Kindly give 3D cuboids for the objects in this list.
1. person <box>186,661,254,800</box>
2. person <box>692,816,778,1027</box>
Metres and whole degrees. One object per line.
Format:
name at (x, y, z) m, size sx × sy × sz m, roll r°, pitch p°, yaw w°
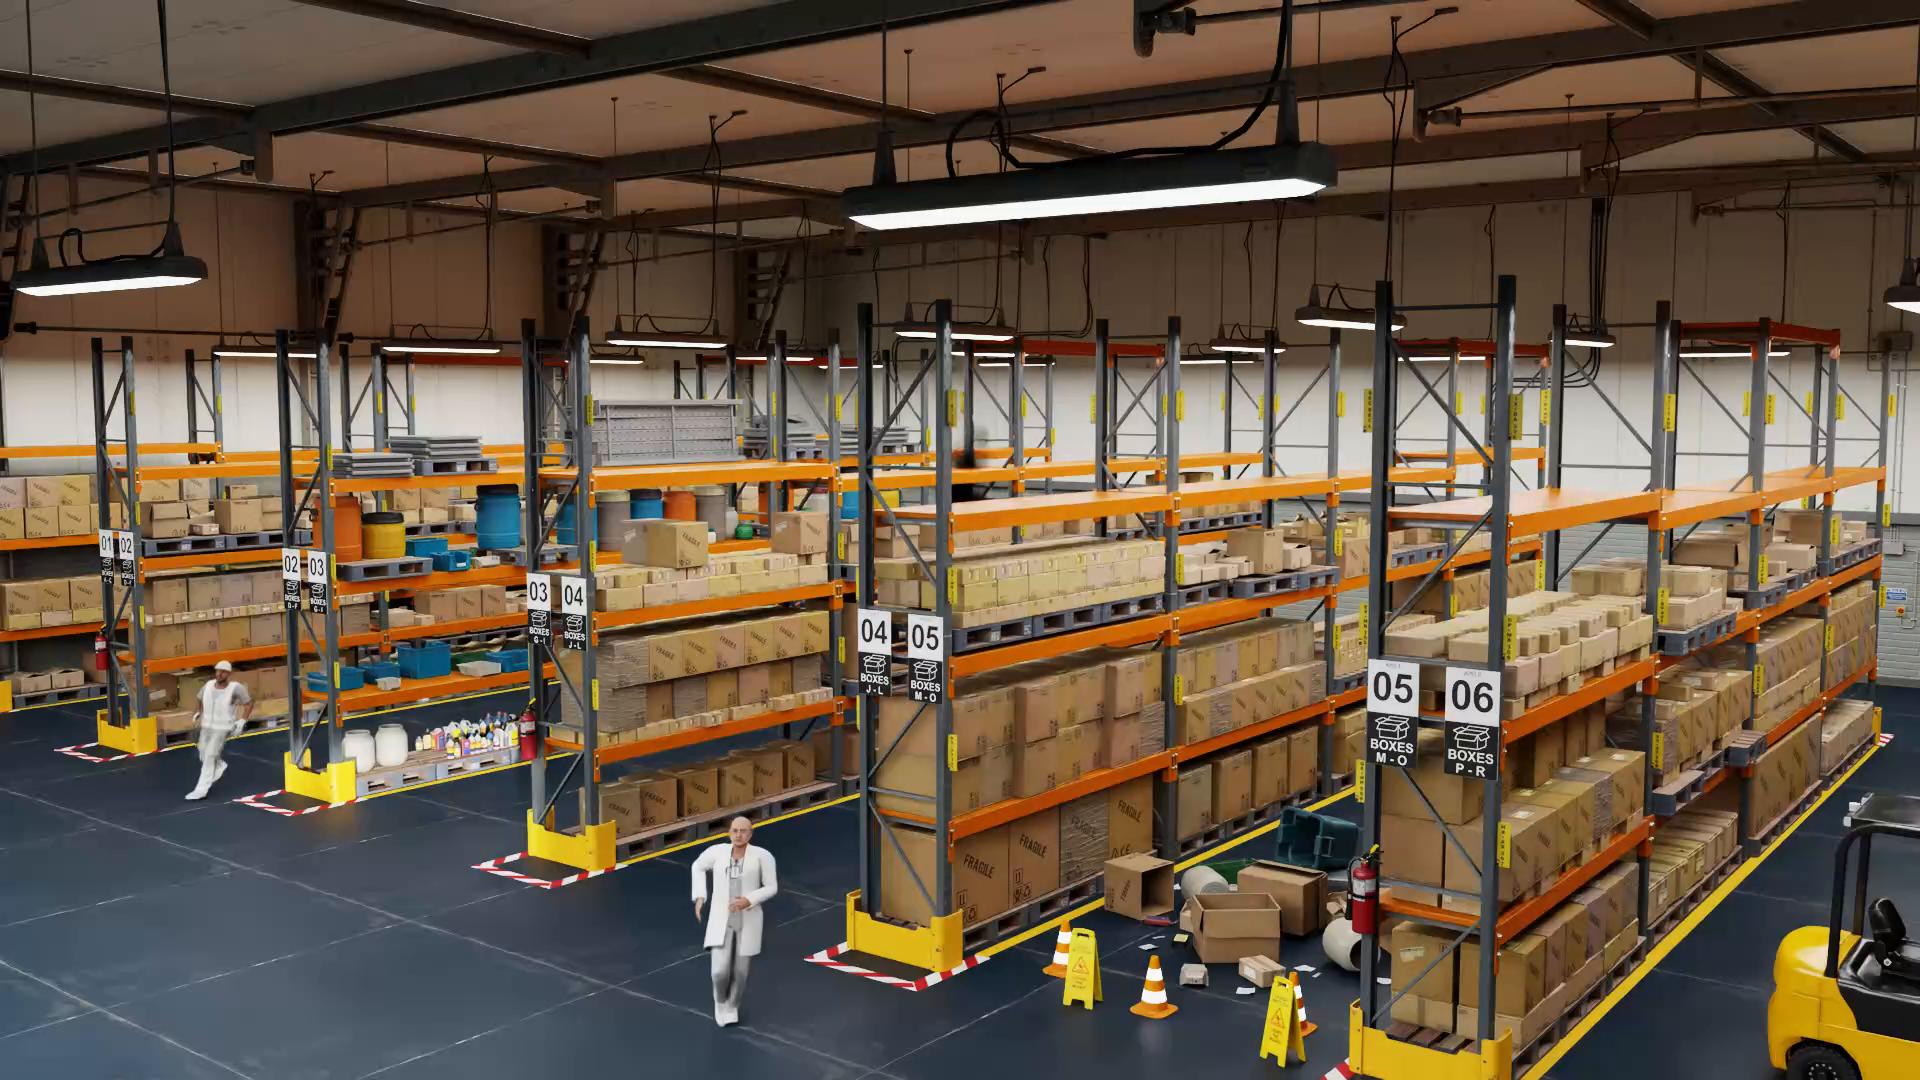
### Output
person at (-9.567, 2.428, 21.492) m, size 0.744 × 1.731 × 0.903 m, roll 1°, pitch 5°, yaw 8°
person at (-1.833, 3.119, 13.552) m, size 0.693 × 1.742 × 0.625 m, roll -1°, pitch 5°, yaw -8°
